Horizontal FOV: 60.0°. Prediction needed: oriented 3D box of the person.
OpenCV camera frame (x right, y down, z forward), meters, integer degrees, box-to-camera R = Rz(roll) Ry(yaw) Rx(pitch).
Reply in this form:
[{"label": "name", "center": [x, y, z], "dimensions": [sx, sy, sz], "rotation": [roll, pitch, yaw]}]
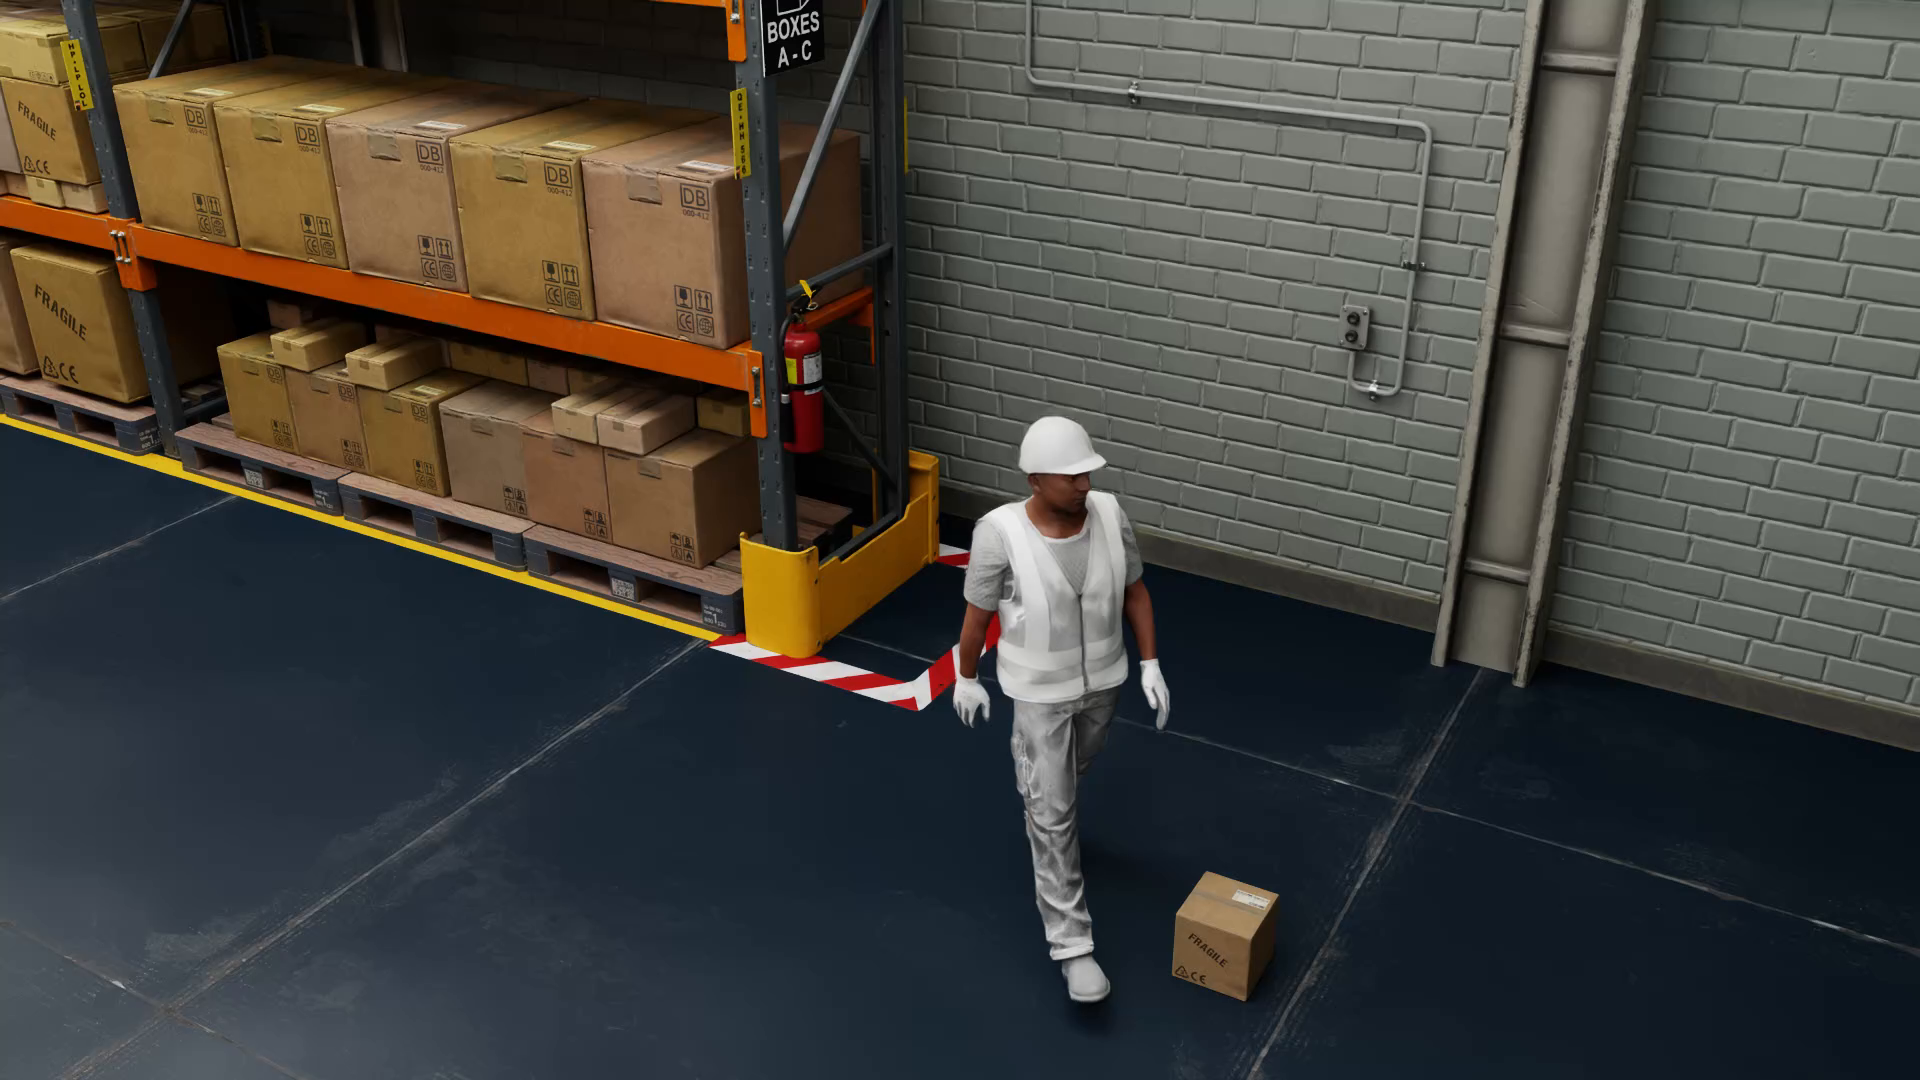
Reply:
[{"label": "person", "center": [0.374, 0.477, 5.134], "dimensions": [0.593, 1.727, 0.995], "rotation": [-12, 29, -23]}]
